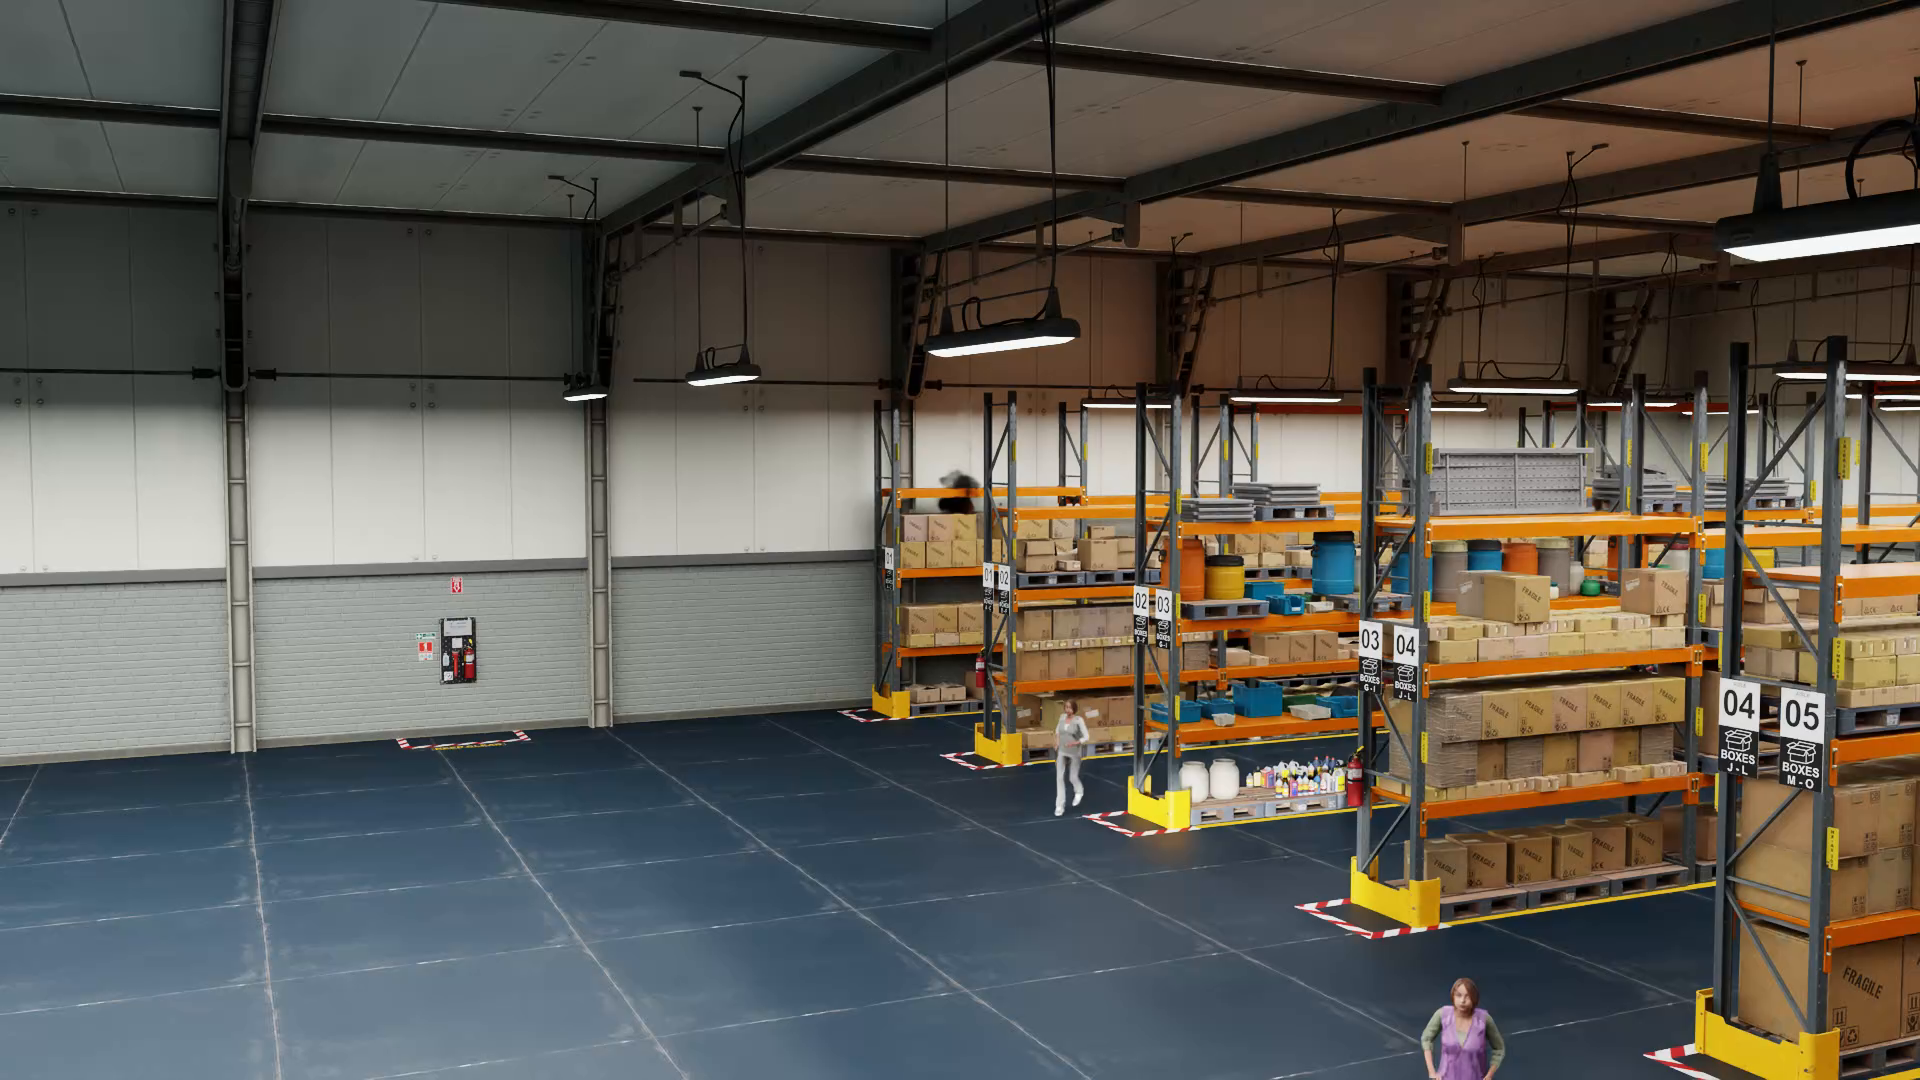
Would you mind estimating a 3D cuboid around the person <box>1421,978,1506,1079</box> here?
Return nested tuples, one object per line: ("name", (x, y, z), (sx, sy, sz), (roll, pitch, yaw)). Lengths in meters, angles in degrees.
("person", (3.438, 3.733, 11.382), (0.559, 1.565, 0.558), (1, 4, 20))

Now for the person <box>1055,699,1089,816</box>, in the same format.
("person", (1.540, 2.992, 23.127), (0.548, 1.571, 0.840), (1, 4, 23))
